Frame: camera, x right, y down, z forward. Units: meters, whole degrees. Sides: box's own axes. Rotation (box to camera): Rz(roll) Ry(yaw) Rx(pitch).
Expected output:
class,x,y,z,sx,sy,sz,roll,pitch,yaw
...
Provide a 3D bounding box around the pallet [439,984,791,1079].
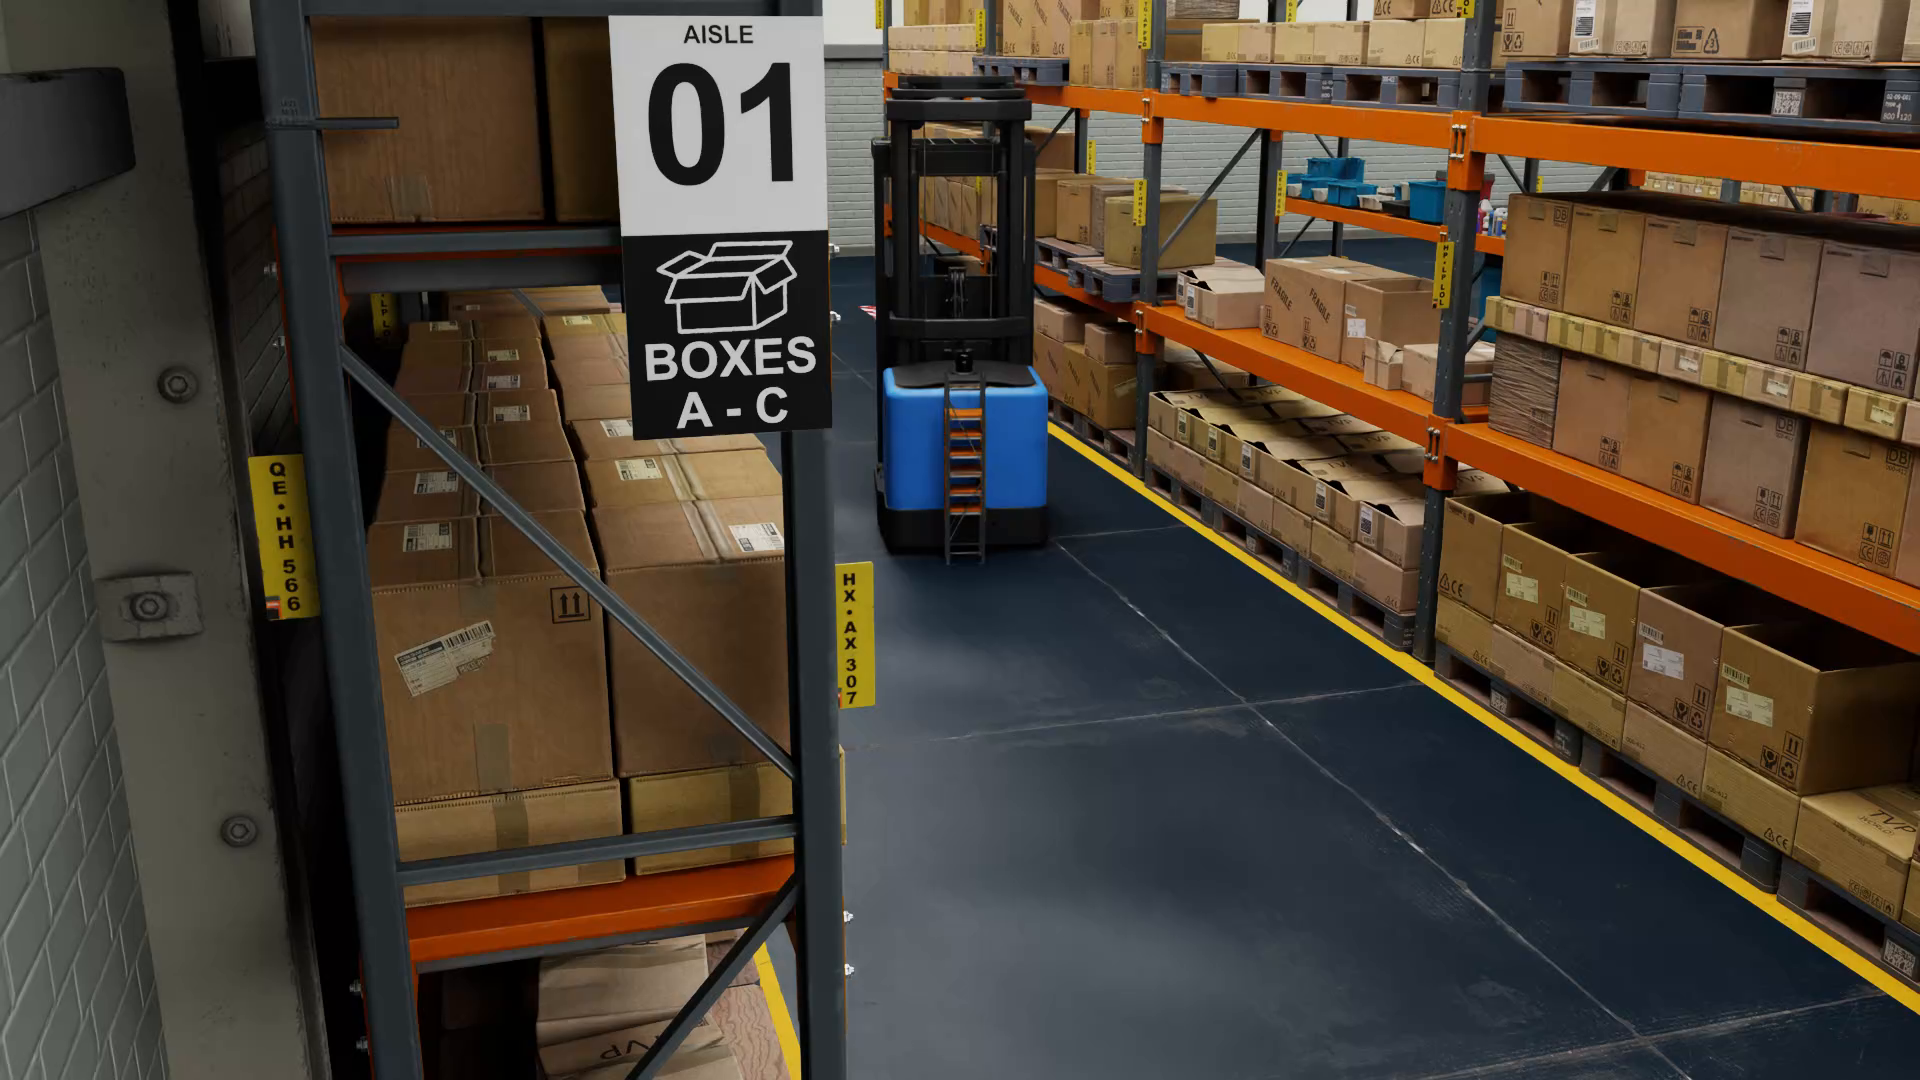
class,x,y,z,sx,sy,sz,roll,pitch,yaw
pallet,-0.964,1.750,4.759,1.003,0.211,1.213,-5,17,-15

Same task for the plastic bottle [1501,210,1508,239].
class,x,y,z,sx,sy,sz,roll,pitch,yaw
plastic bottle,5.341,-3.084,16.229,0.097,0.271,0.097,0,17,0

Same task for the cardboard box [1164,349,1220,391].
class,x,y,z,sx,sy,sz,roll,pitch,yaw
cardboard box,1.810,-1.249,13.475,0.500,0.500,0.500,-5,18,-17

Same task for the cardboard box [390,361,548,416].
class,x,y,z,sx,sy,sz,roll,pitch,yaw
cardboard box,-1.655,-0.312,5.699,0.500,0.500,0.500,-4,17,-14

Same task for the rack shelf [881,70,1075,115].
class,x,y,z,sx,sy,sz,roll,pitch,yaw
rack shelf,0.161,-4.694,17.401,1.077,0.370,4.000,-5,17,-15

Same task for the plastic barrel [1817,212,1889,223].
class,x,y,z,sx,sy,sz,roll,pitch,yaw
plastic barrel,6.992,-2.294,13.137,0.600,0.536,0.708,-5,17,-15

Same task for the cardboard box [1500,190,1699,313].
class,x,y,z,sx,sy,sz,roll,pitch,yaw
cardboard box,3.037,-1.383,7.913,0.700,0.500,0.500,-5,17,-15

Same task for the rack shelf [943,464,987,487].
class,x,y,z,sx,sy,sz,roll,pitch,yaw
rack shelf,0.029,-0.400,10.353,0.258,0.103,0.180,-1,17,-4

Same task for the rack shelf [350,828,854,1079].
class,x,y,z,sx,sy,sz,roll,pitch,yaw
rack shelf,-1.303,0.455,5.475,1.077,0.370,4.000,-5,17,-15

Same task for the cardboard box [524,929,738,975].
class,x,y,z,sx,sy,sz,roll,pitch,yaw
cardboard box,-1.168,1.087,5.701,0.700,0.500,0.500,-6,18,-19

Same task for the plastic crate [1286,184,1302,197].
class,x,y,z,sx,sy,sz,roll,pitch,yaw
plastic crate,4.135,-4.259,20.269,0.250,0.136,0.298,-5,17,-15

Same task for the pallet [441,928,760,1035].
class,x,y,z,sx,sy,sz,roll,pitch,yaw
pallet,-1.296,1.413,5.880,1.003,0.211,1.213,-5,17,-15

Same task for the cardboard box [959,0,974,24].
class,x,y,z,sx,sy,sz,roll,pitch,yaw
cardboard box,0.396,-5.431,16.692,0.700,0.500,0.500,-5,17,-15

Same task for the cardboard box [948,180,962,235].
class,x,y,z,sx,sy,sz,roll,pitch,yaw
cardboard box,0.183,-3.357,16.740,0.500,0.500,0.500,-4,17,-14

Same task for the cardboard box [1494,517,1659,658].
class,x,y,z,sx,sy,sz,roll,pitch,yaw
cardboard box,2.880,0.211,7.780,0.500,0.500,0.500,-5,17,-15

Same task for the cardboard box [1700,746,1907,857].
class,x,y,z,sx,sy,sz,roll,pitch,yaw
cardboard box,3.289,0.986,6.506,0.500,0.250,0.500,-5,17,-15

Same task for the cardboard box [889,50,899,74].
class,x,y,z,sx,sy,sz,roll,pitch,yaw
cardboard box,-0.492,-5.358,18.621,0.500,0.250,0.500,-5,17,-15

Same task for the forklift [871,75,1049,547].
class,x,y,z,sx,sy,sz,roll,pitch,yaw
forklift,-0.054,-1.736,11.636,1.130,2.935,3.031,-1,17,-4

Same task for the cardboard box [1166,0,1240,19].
class,x,y,z,sx,sy,sz,roll,pitch,yaw
cardboard box,1.696,-4.027,12.018,0.500,0.500,0.500,-5,17,-15

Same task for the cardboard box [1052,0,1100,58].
class,x,y,z,sx,sy,sz,roll,pitch,yaw
cardboard box,1.147,-4.268,13.656,0.600,0.600,0.600,-5,18,-17

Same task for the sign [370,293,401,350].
class,x,y,z,sx,sy,sz,roll,pitch,yaw
sign,-2.386,-0.953,6.897,0.100,0.325,0.005,-5,17,-15

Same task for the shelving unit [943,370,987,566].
class,x,y,z,sx,sy,sz,roll,pitch,yaw
shelving unit,0.029,-0.443,10.340,0.258,1.200,0.189,-1,17,-4

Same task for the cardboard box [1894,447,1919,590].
class,x,y,z,sx,sy,sz,roll,pitch,yaw
cardboard box,3.743,-0.052,5.738,0.700,0.500,0.500,-4,17,-14

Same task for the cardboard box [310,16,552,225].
class,x,y,z,sx,sy,sz,roll,pitch,yaw
cardboard box,-1.112,-0.926,3.399,0.500,0.500,0.500,-3,17,-11

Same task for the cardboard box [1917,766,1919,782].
class,x,y,z,sx,sy,sz,roll,pitch,yaw
cardboard box,3.935,0.723,6.077,0.500,0.500,0.500,-5,17,-15

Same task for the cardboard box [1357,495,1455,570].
class,x,y,z,sx,sy,sz,roll,pitch,yaw
cardboard box,2.522,-0.078,9.073,0.500,0.311,0.500,-5,17,-15

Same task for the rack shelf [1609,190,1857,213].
class,x,y,z,sx,sy,sz,roll,pitch,yaw
rack shelf,9.687,-4.040,20.437,1.077,0.370,4.000,-5,17,-15

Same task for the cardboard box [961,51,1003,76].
class,x,y,z,sx,sy,sz,roll,pitch,yaw
cardboard box,0.321,-4.527,15.855,0.500,0.250,0.500,-5,17,-15

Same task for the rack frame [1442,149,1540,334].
class,x,y,z,sx,sy,sz,roll,pitch,yaw
rack frame,5.474,-3.439,17.188,1.000,3.000,0.127,-5,17,-15

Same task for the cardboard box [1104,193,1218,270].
class,x,y,z,sx,sy,sz,roll,pitch,yaw
cardboard box,1.528,-2.357,12.680,0.700,0.500,0.500,-12,20,-34

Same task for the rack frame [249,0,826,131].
class,x,y,z,sx,sy,sz,roll,pitch,yaw
rack frame,-0.754,-2.210,2.667,1.000,3.000,0.127,-5,17,-15

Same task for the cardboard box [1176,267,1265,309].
class,x,y,z,sx,sy,sz,roll,pitch,yaw
cardboard box,1.868,-1.796,11.870,0.500,0.311,0.500,-4,17,-12

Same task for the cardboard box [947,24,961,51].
class,x,y,z,sx,sy,sz,roll,pitch,yaw
cardboard box,0.181,-4.905,16.243,0.500,0.250,0.500,-5,17,-15

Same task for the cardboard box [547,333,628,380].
class,x,y,z,sx,sy,sz,roll,pitch,yaw
cardboard box,-1.283,-0.496,6.312,0.500,0.500,0.500,-5,17,-16

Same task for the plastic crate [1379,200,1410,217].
class,x,y,z,sx,sy,sz,roll,pitch,yaw
plastic crate,4.908,-3.625,18.179,0.437,0.125,0.590,-5,17,-15

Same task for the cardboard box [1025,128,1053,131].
class,x,y,z,sx,sy,sz,roll,pitch,yaw
cardboard box,0.709,-3.871,16.712,0.500,0.500,0.500,-5,18,-17

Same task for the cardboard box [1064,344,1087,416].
class,x,y,z,sx,sy,sz,roll,pitch,yaw
cardboard box,1.185,-1.339,13.776,0.500,0.500,0.500,-5,18,-17

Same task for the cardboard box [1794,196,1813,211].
class,x,y,z,sx,sy,sz,roll,pitch,yaw
cardboard box,9.766,-3.840,18.960,0.380,0.149,0.250,-4,17,-14

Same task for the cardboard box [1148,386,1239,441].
class,x,y,z,sx,sy,sz,roll,pitch,yaw
cardboard box,1.671,-0.927,11.899,0.500,0.311,0.500,-4,17,-13

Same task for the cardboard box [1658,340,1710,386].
class,x,y,z,sx,sy,sz,roll,pitch,yaw
cardboard box,3.155,-0.749,6.929,0.380,0.149,0.250,-5,17,-17

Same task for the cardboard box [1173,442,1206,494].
class,x,y,z,sx,sy,sz,roll,pitch,yaw
cardboard box,1.810,-0.519,11.517,0.500,0.250,0.500,-5,17,-17

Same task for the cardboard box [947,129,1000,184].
class,x,y,z,sx,sy,sz,roll,pitch,yaw
cardboard box,0.179,-3.836,16.598,0.500,0.500,0.500,-5,17,-16

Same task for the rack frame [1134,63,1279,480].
class,x,y,z,sx,sy,sz,roll,pitch,yaw
rack frame,1.810,-1.942,12.204,1.000,3.000,0.127,-5,17,-15

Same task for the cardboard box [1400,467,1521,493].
class,x,y,z,sx,sy,sz,roll,pitch,yaw
cardboard box,2.902,-0.262,9.684,0.500,0.311,0.500,-5,17,-16

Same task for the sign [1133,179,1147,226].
class,x,y,z,sx,sy,sz,roll,pitch,yaw
sign,1.290,-2.413,11.897,0.100,0.325,0.005,-5,17,-15

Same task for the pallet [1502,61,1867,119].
class,x,y,z,sx,sy,sz,roll,pitch,yaw
pallet,3.168,-1.996,7.323,1.003,0.211,1.213,-5,17,-15

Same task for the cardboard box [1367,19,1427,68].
class,x,y,z,sx,sy,sz,roll,pitch,yaw
cardboard box,2.595,-2.725,9.125,0.500,0.250,0.500,-6,18,-21

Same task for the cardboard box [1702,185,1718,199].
class,x,y,z,sx,sy,sz,roll,pitch,yaw
cardboard box,9.341,-4.267,20.381,0.380,0.149,0.250,-5,17,-17

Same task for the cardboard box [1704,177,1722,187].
class,x,y,z,sx,sy,sz,roll,pitch,yaw
cardboard box,9.442,-4.427,20.221,0.500,0.250,0.500,-5,17,-16

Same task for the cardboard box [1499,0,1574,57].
class,x,y,z,sx,sy,sz,roll,pitch,yaw
cardboard box,2.794,-2.428,7.461,0.500,0.500,0.500,-3,17,-11

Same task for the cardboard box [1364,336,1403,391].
class,x,y,z,sx,sy,sz,roll,pitch,yaw
cardboard box,2.491,-1.000,9.301,0.396,0.266,0.258,-5,17,-17

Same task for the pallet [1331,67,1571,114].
class,x,y,z,sx,sy,sz,roll,pitch,yaw
pallet,2.654,-2.424,8.925,0.805,0.209,1.217,-5,18,-17

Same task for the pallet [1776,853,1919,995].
class,x,y,z,sx,sy,sz,roll,pitch,yaw
pallet,3.758,1.398,5.932,1.003,0.211,1.213,-5,17,-15
